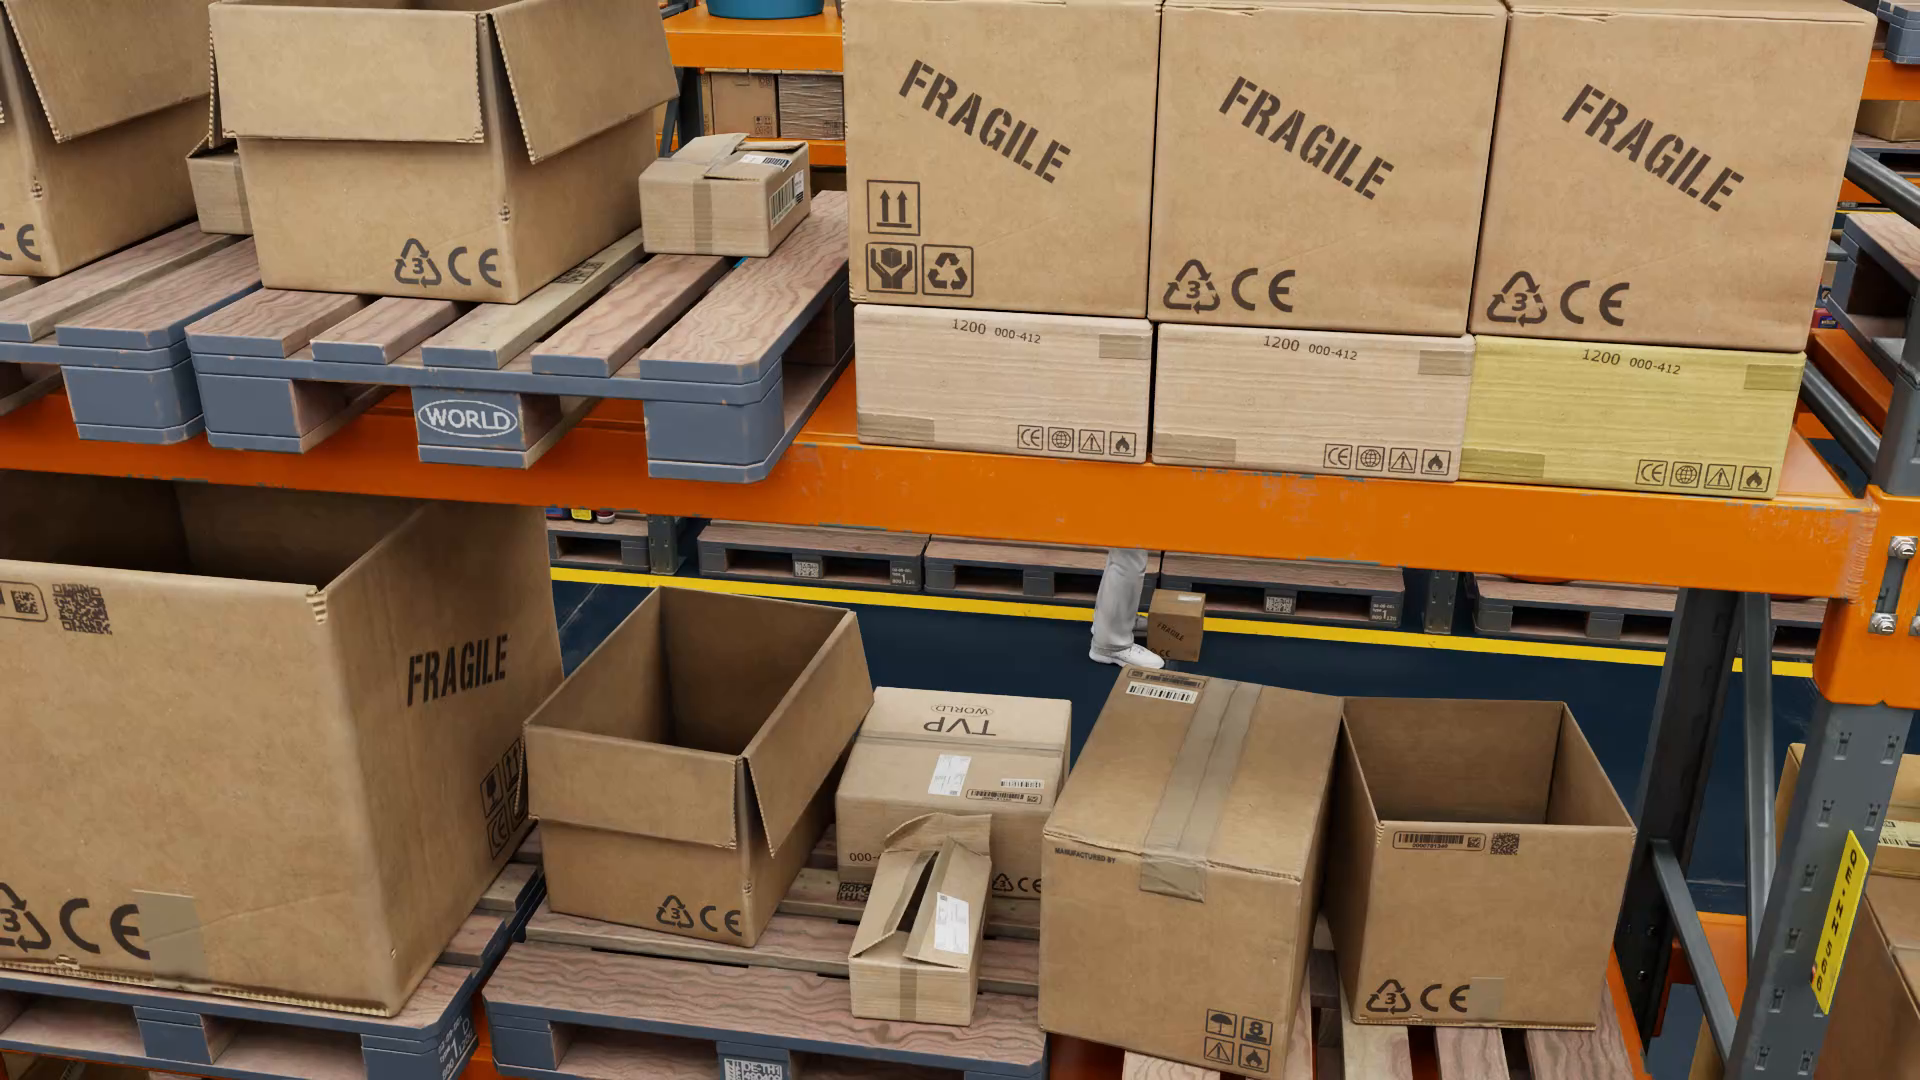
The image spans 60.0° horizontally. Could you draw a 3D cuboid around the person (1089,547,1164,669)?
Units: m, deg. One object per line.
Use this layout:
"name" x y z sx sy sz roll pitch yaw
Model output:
"person" 0.798 -0.298 7.775 0.416 1.774 0.652 4 25 8
